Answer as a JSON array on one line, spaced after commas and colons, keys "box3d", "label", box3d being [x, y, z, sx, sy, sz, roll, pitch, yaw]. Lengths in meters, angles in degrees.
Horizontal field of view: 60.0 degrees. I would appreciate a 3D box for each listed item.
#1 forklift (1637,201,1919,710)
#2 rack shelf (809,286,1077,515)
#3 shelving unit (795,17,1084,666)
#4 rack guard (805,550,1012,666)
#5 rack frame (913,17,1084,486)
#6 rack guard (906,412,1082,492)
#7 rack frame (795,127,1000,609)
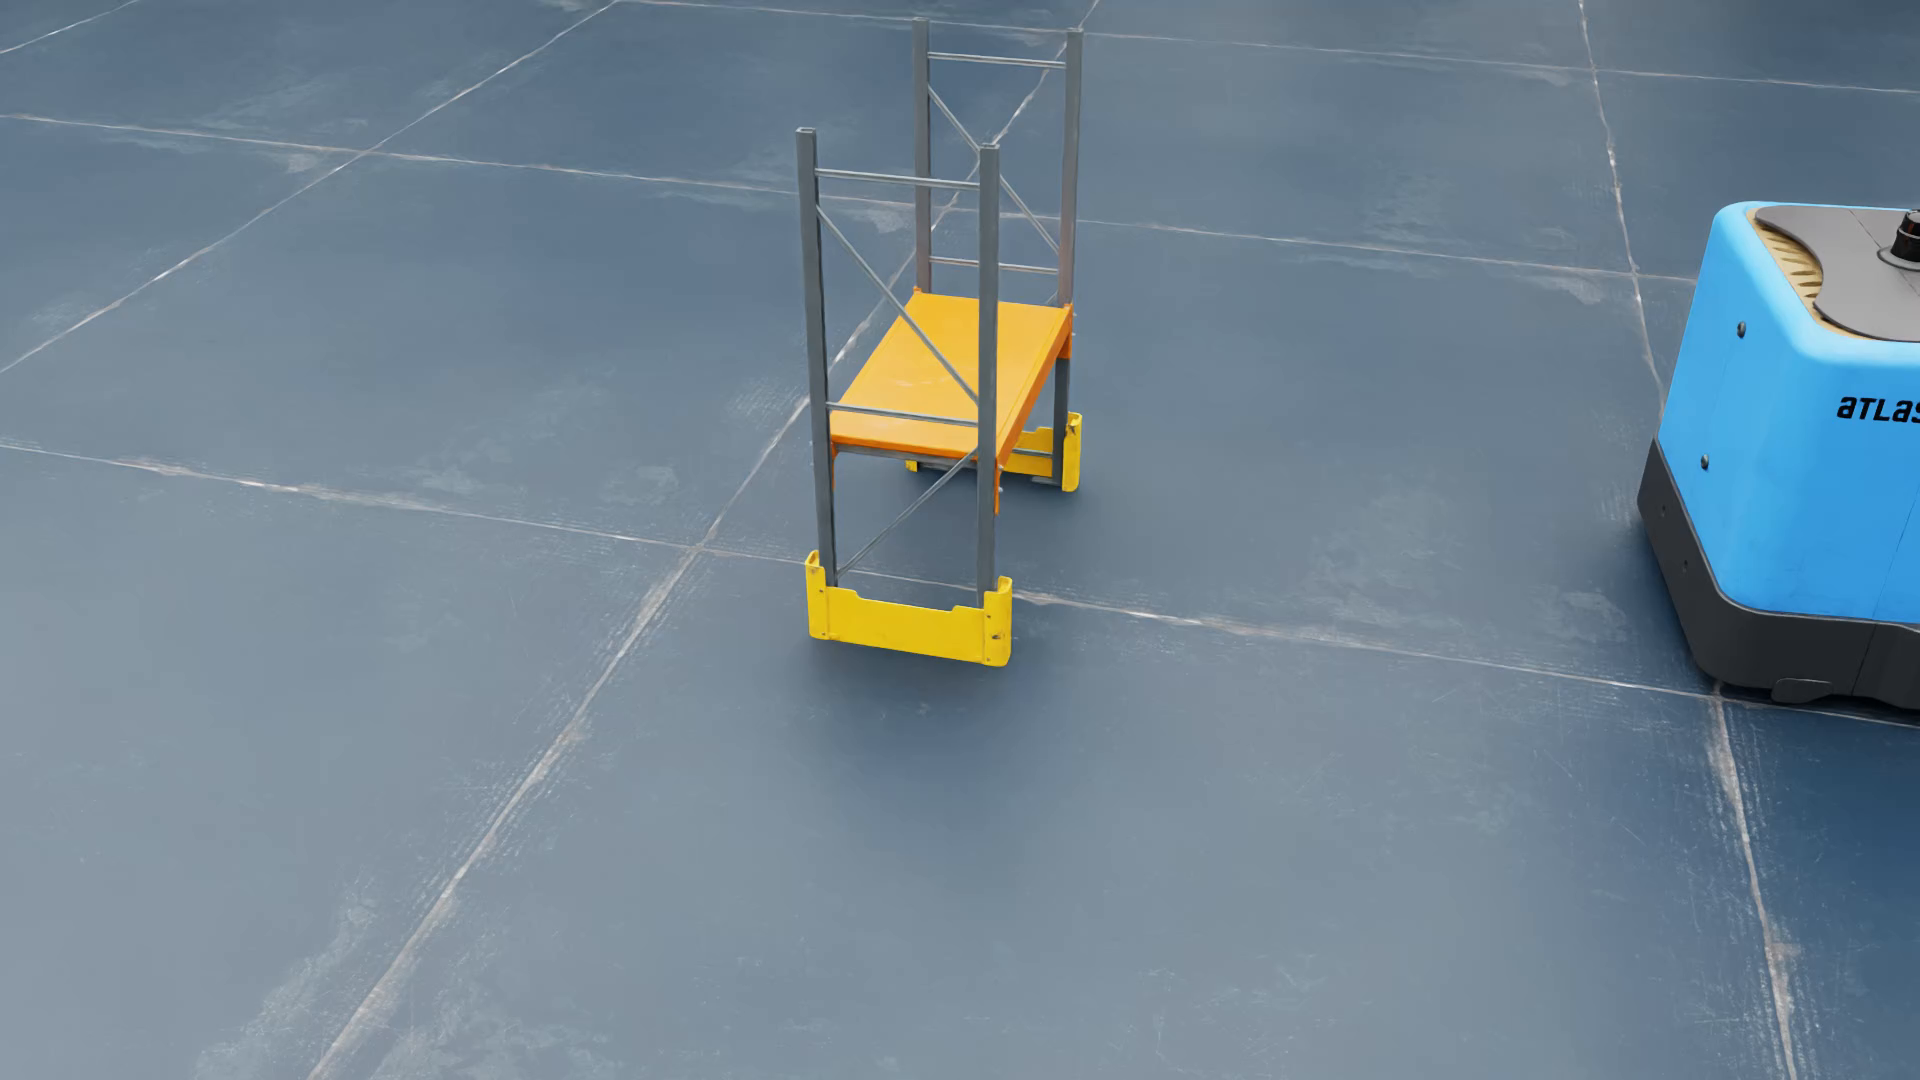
[{"box3d": [3.589, -0.944, 4.003, 3.031, 2.935, 1.130, 5, 33, 7], "label": "forklift"}, {"box3d": [-0.022, -0.437, 4.874, 0.538, 0.185, 1.000, 8, 33, 12], "label": "rack shelf"}, {"box3d": [-0.019, -0.593, 4.785, 0.587, 1.500, 1.083, 8, 33, 12], "label": "shelving unit"}, {"box3d": [-0.146, 0.192, 4.714, 0.587, 0.250, 0.087, 8, 33, 12], "label": "rack guard"}, {"box3d": [0.107, -0.852, 5.193, 0.500, 1.500, 0.032, 8, 33, 12], "label": "rack frame"}, {"box3d": [0.107, -0.324, 5.527, 0.587, 0.250, 0.087, 8, 33, 12], "label": "rack guard"}, {"box3d": [-0.151, -0.325, 4.363, 0.500, 1.500, 0.032, 8, 33, 12], "label": "rack frame"}]
